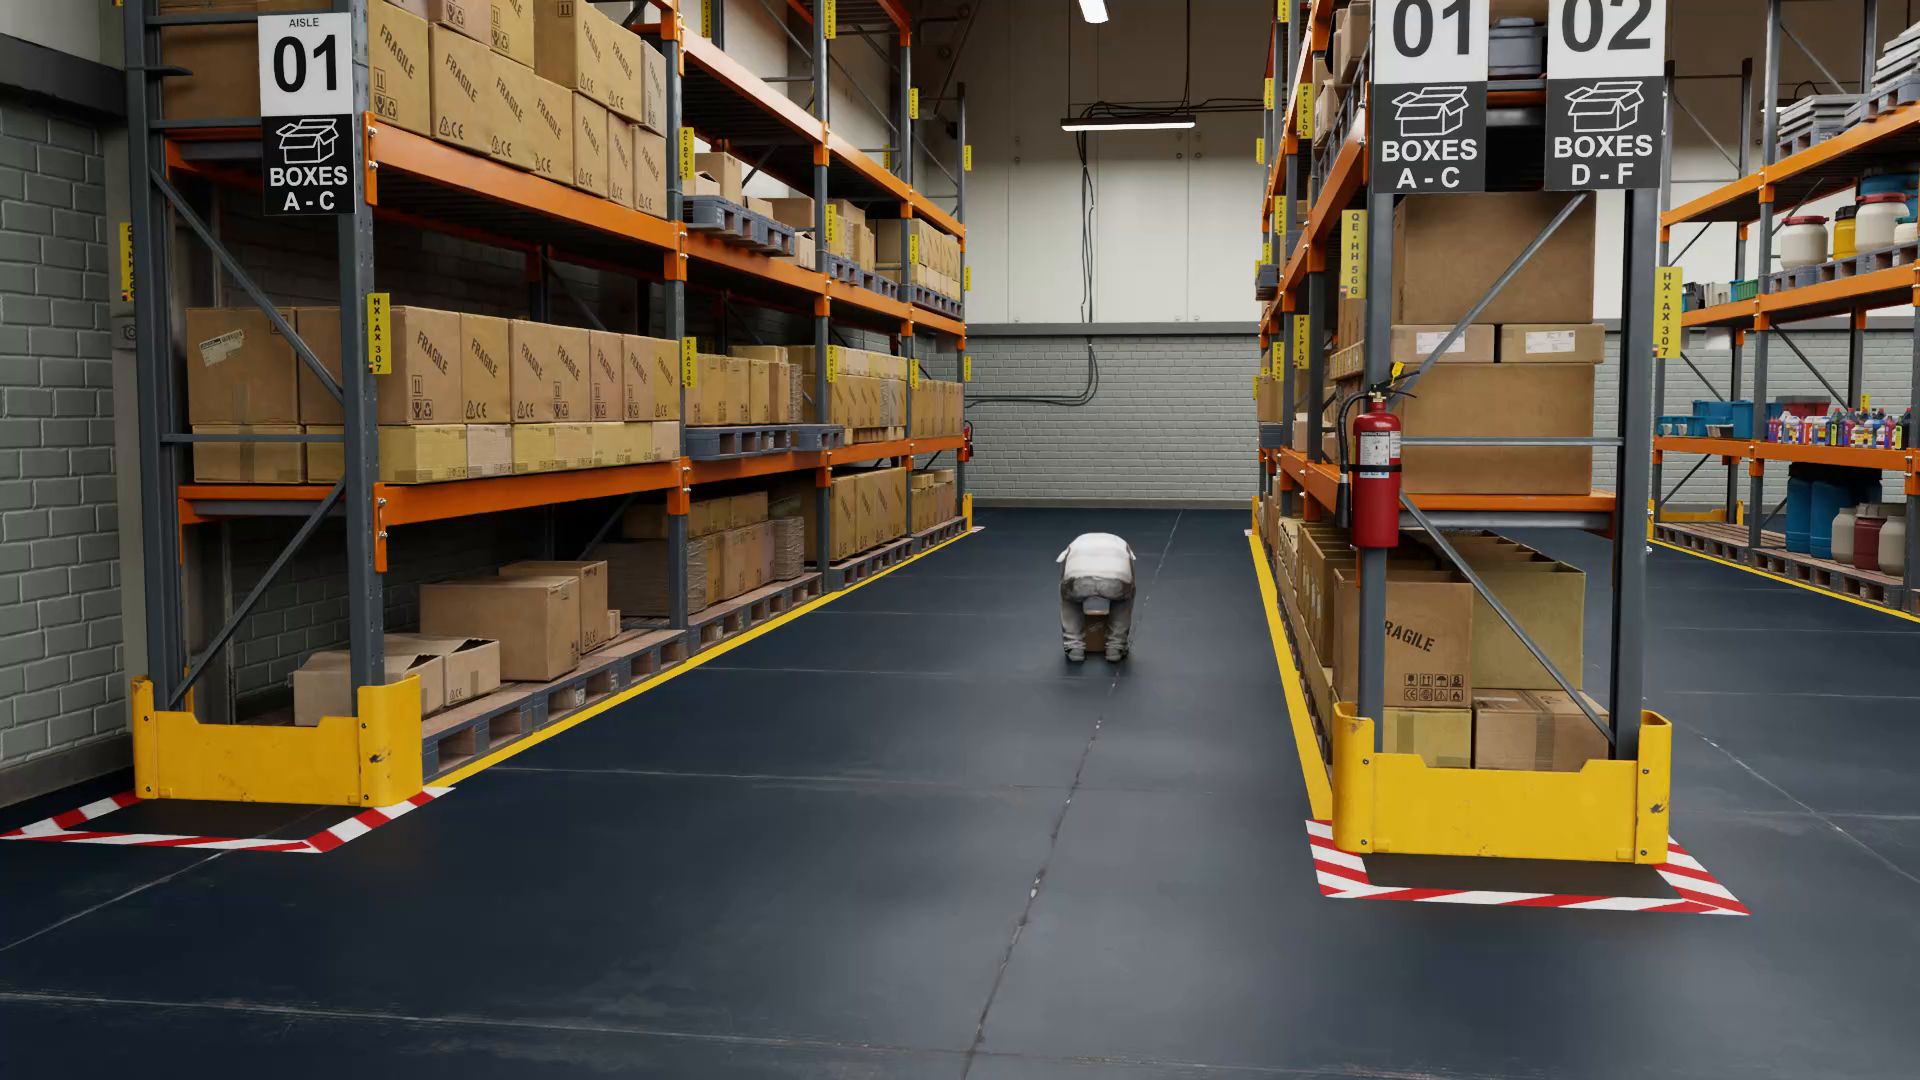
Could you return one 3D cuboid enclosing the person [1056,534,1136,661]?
[{"bbox_3d":[0.900,0.375,11.050,0.537,0.833,0.989,1,4,7],"label":"person"}]
